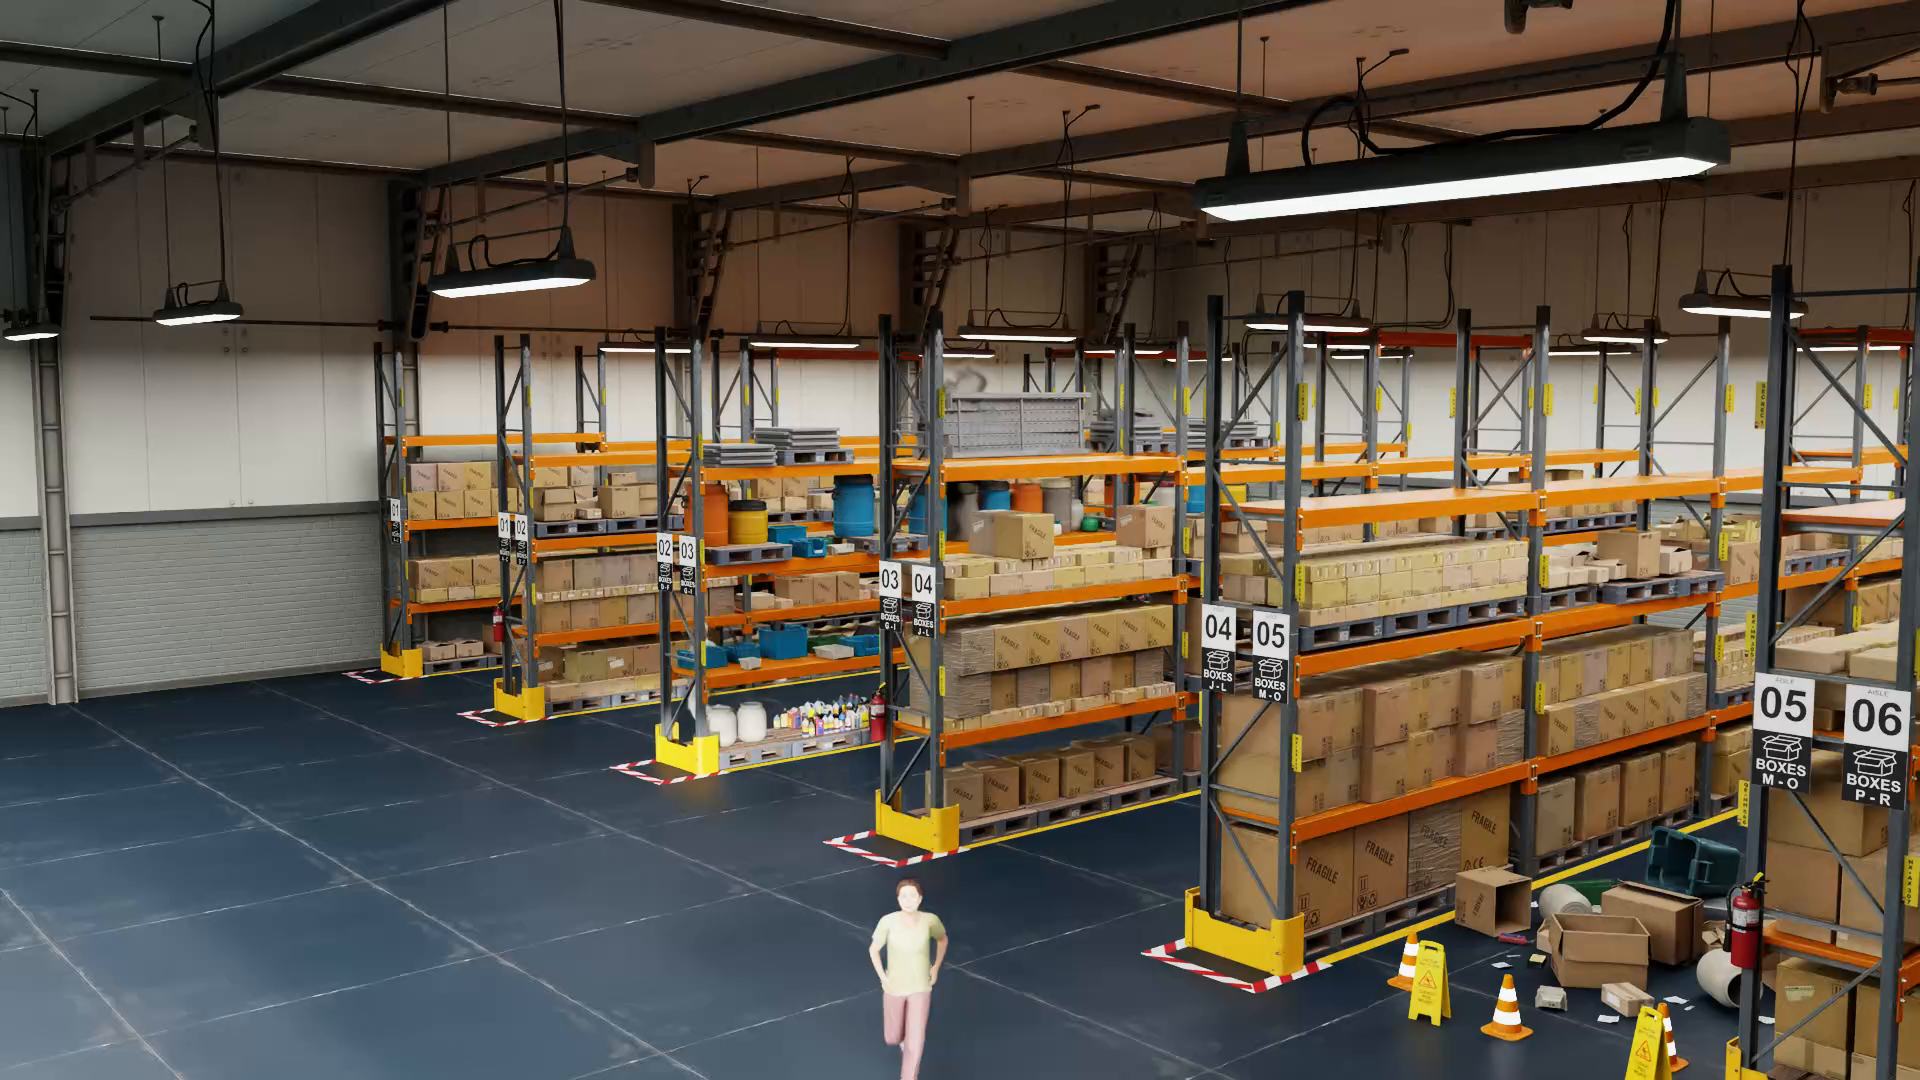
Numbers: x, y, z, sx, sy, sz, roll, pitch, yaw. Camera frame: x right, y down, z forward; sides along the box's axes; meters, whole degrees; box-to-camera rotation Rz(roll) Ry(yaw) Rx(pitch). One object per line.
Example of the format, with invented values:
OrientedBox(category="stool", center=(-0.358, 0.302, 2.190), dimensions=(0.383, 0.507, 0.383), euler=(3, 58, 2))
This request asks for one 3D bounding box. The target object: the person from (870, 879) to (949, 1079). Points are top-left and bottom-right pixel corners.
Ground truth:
OrientedBox(category="person", center=(-0.379, 3.273, 12.103), dimensions=(0.561, 1.652, 0.982), euler=(1, 5, 6))

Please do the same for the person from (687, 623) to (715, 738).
OrientedBox(category="person", center=(-3.827, 2.060, 24.564), dimensions=(0.586, 1.740, 0.636), euler=(-4, 7, -38))
